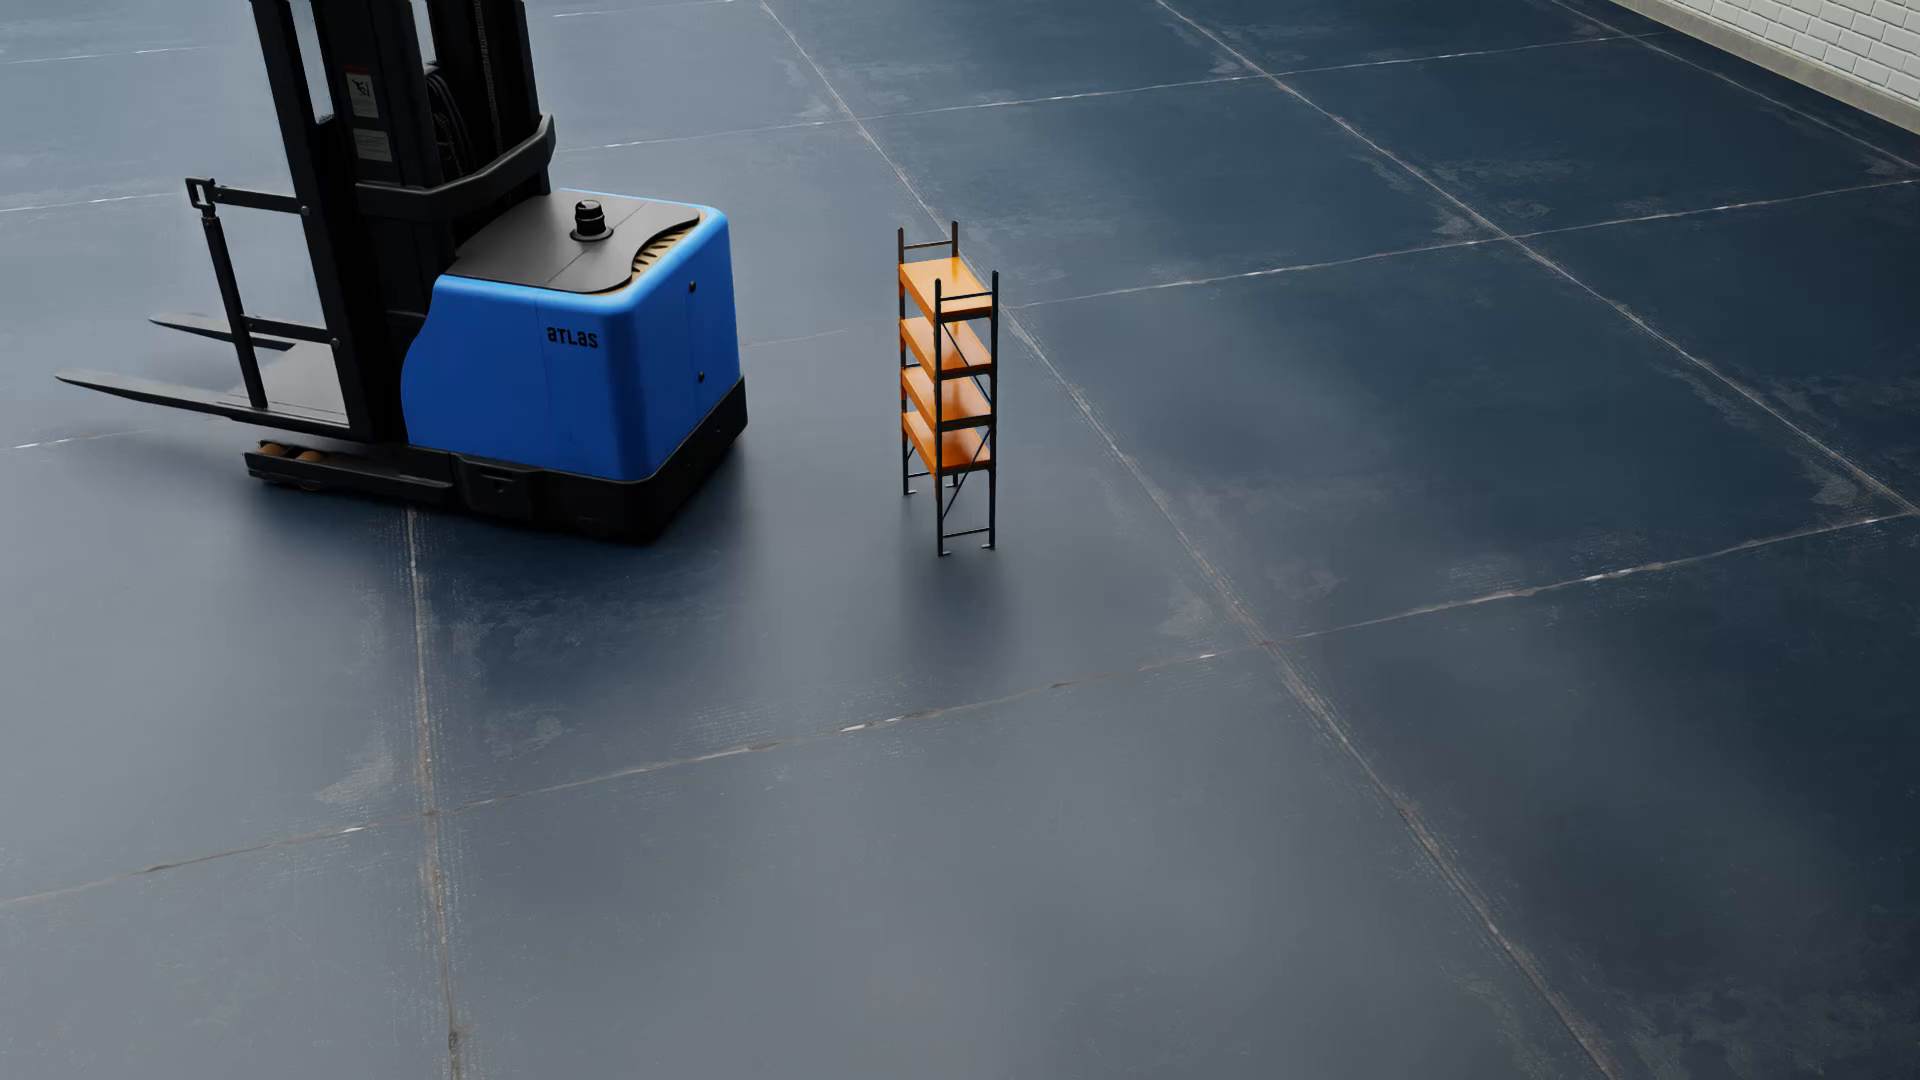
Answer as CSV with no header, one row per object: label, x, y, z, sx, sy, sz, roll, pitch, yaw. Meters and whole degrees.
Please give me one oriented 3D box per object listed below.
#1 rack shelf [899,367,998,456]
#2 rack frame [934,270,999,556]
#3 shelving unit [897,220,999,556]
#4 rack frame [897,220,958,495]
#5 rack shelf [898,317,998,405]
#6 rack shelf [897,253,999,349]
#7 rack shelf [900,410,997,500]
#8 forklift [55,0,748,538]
rack shelf,-0.050,-0.531,6.588,0.258,0.148,0.480,-10,35,-15
rack frame,0.024,-0.459,6.357,0.240,1.200,0.015,-10,35,-15
shelving unit,-0.050,-0.587,6.551,0.258,1.200,0.503,-10,35,-15
rack frame,-0.125,-0.716,6.745,0.240,1.200,0.015,-10,35,-15
rack shelf,-0.050,-0.718,6.465,0.258,0.148,0.480,-10,35,-15
rack shelf,-0.050,-0.915,6.334,0.258,0.148,0.480,-10,35,-15
rack shelf,-0.050,-0.366,6.697,0.258,0.148,0.480,-10,35,-15
forklift,-2.521,-1.697,6.660,3.031,2.935,1.130,10,35,15
